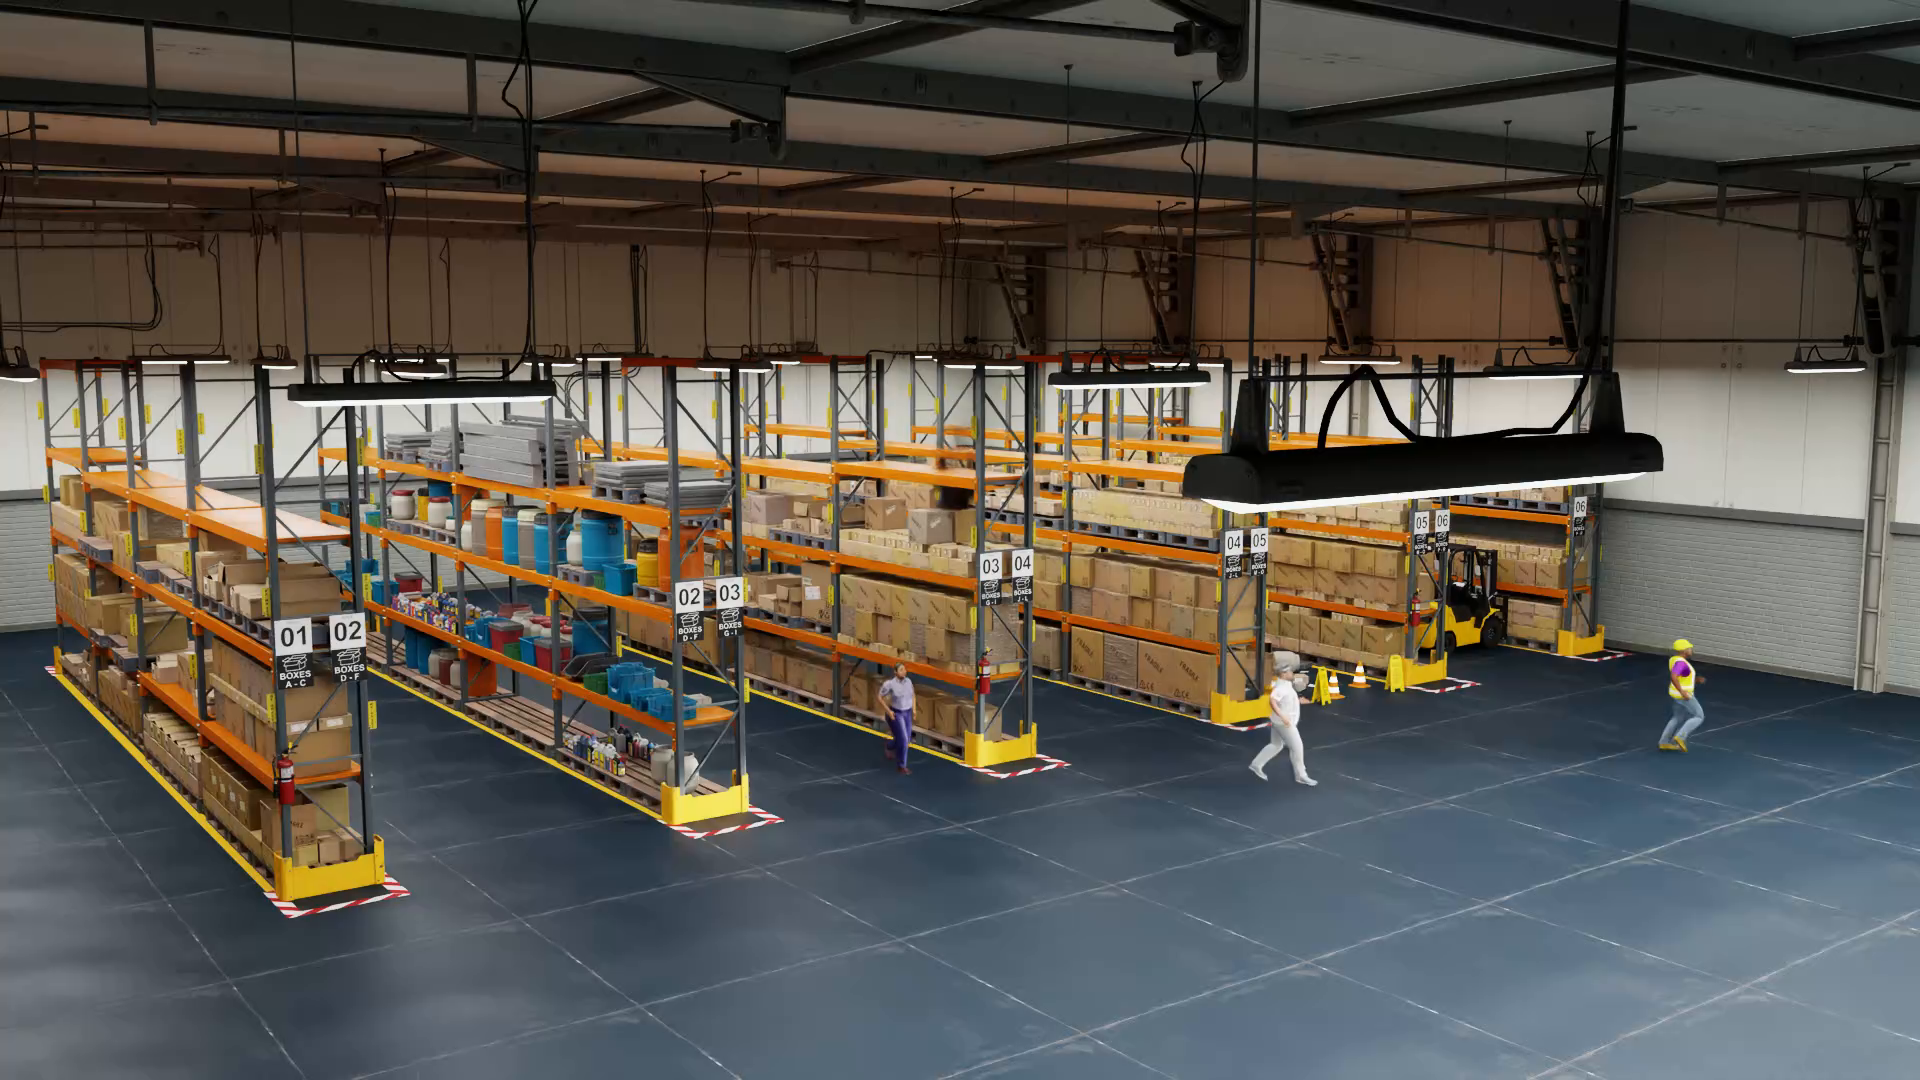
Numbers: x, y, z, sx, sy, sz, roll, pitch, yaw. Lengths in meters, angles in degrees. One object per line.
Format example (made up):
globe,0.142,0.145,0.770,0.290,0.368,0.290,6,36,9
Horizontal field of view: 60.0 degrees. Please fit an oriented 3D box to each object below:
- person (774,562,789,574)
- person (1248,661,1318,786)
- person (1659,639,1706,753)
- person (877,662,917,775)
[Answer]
person,-4.479,0.486,41.946,0.553,1.625,0.598,2,7,14
person,4.624,2.588,23.637,0.934,1.771,0.664,0,7,1
person,11.131,2.391,25.551,0.673,1.742,0.674,0,7,3
person,-0.938,2.609,24.546,0.623,1.628,0.732,-6,9,-41
